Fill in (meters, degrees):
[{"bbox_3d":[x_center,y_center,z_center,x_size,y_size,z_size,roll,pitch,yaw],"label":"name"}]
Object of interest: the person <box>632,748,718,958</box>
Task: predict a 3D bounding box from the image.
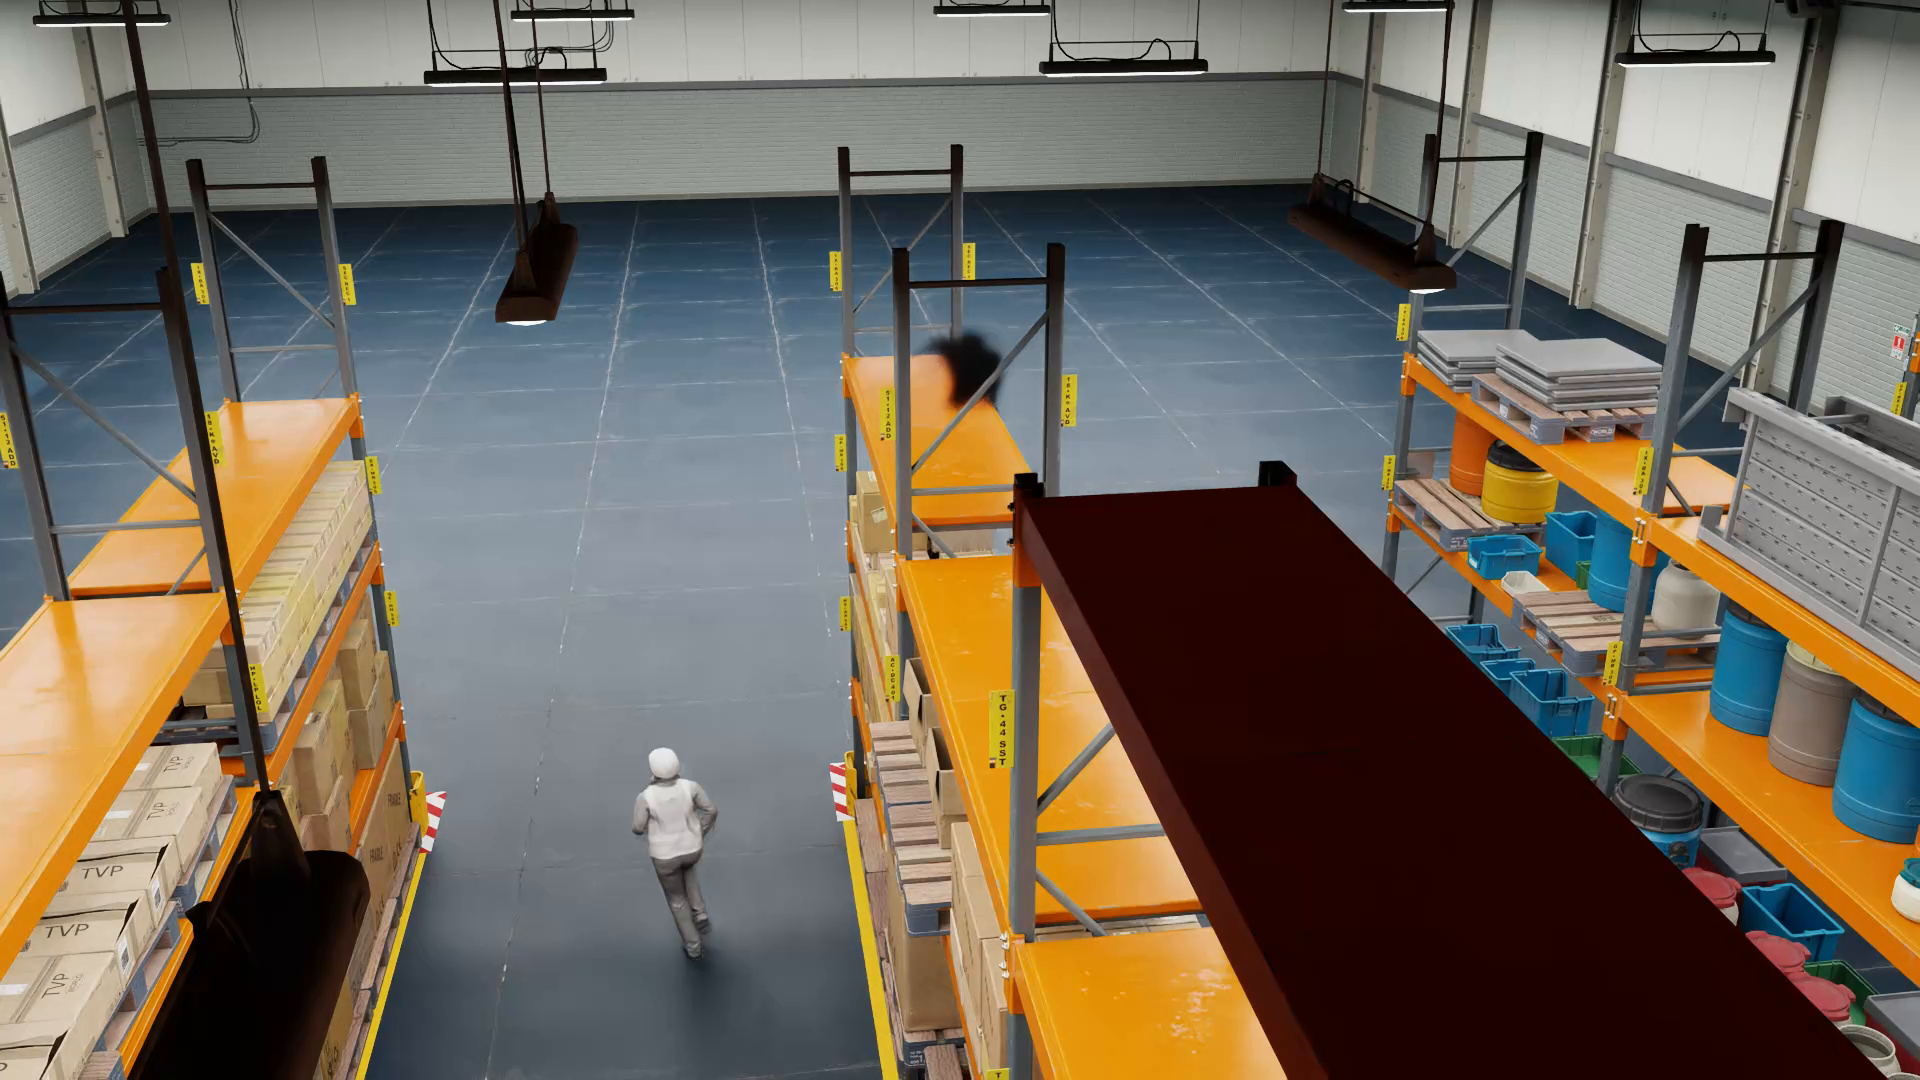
[{"bbox_3d":[-2.274,2.419,13.161,0.639,1.734,0.751,-12,25,-28],"label":"person"}]
